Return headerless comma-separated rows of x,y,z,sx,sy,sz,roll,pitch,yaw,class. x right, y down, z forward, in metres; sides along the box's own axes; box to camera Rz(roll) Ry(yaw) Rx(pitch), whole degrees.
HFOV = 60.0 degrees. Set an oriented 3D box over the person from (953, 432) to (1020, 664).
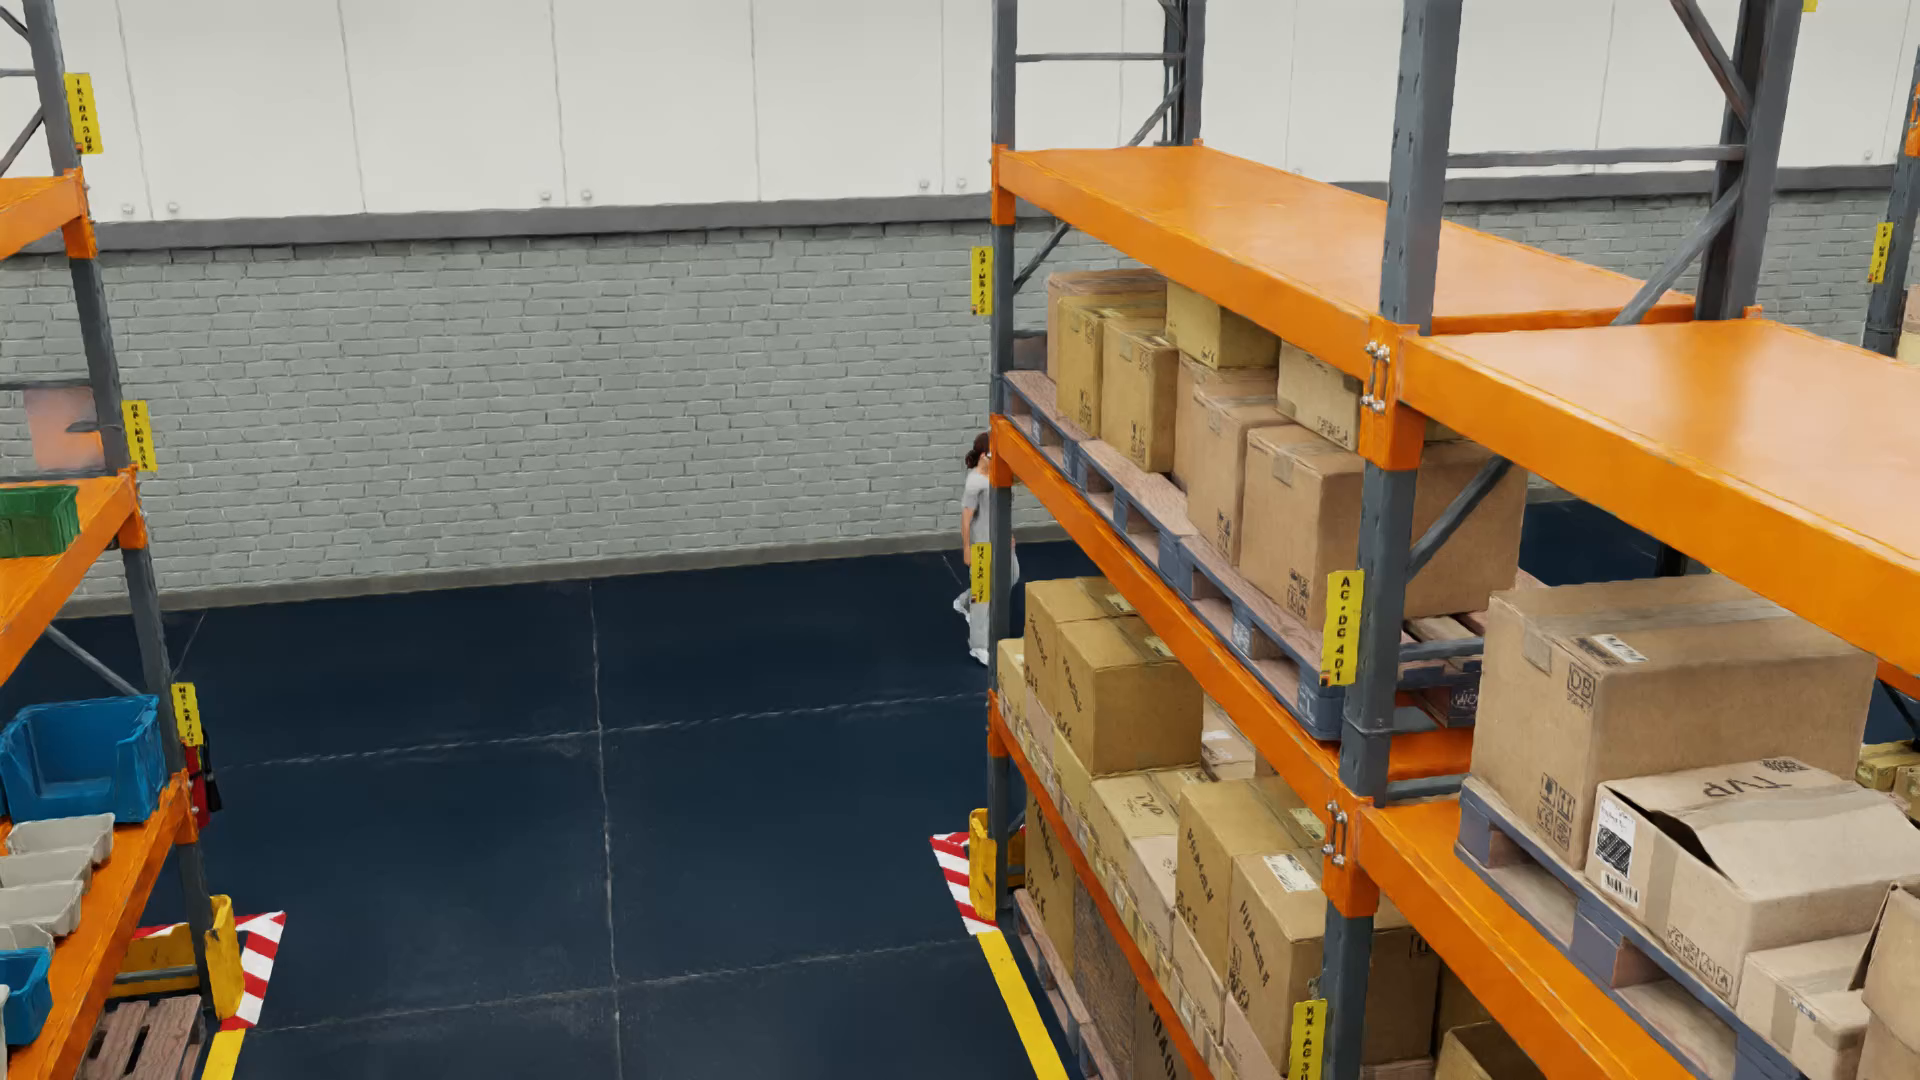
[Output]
0.149,0.013,12.278,0.599,1.663,0.598,11,23,29,person
